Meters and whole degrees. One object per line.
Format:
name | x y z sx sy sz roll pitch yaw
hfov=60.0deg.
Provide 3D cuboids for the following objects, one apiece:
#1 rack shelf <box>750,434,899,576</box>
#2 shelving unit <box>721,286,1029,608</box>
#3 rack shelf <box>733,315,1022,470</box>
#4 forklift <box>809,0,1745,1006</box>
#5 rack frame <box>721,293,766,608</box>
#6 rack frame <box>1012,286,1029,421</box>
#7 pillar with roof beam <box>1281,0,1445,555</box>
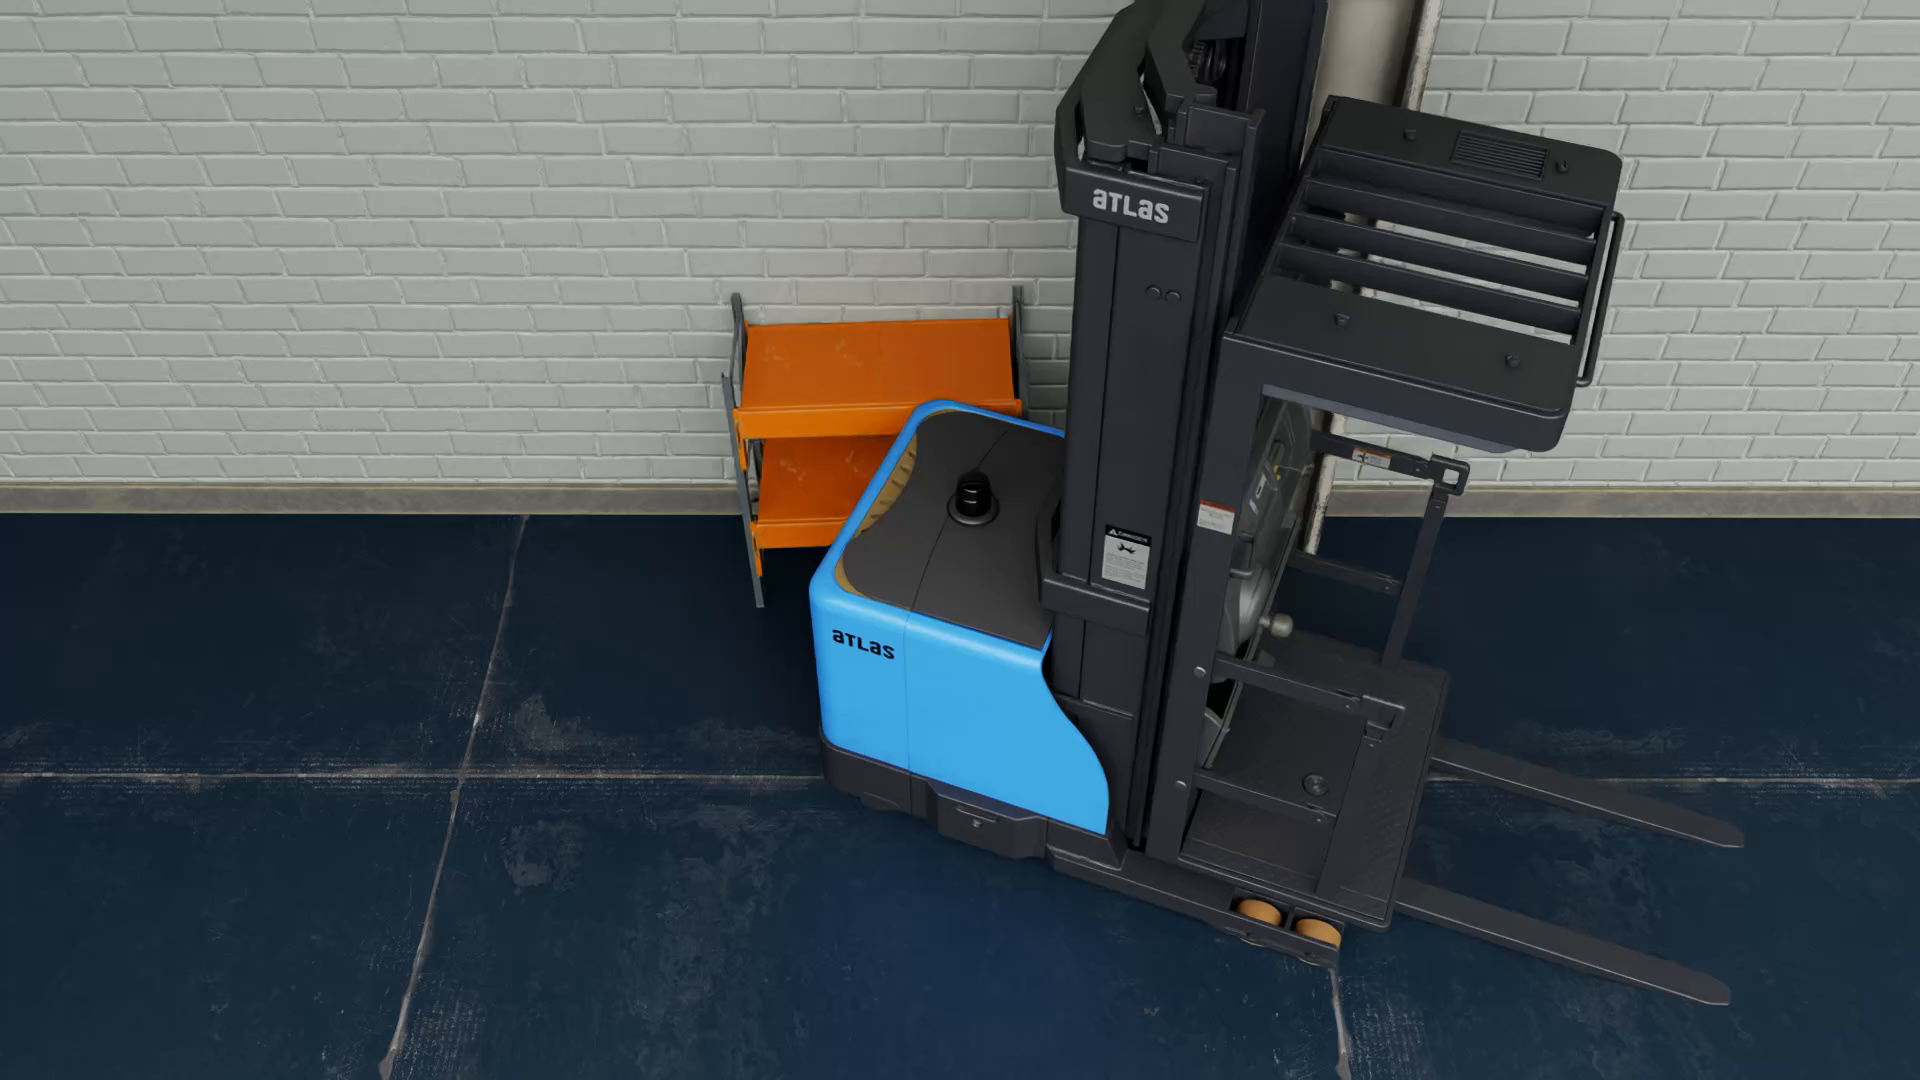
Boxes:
rack shelf | -0.278 -0.158 6.398 1.000 0.278 0.538 -2 44 0
shelving unit | -0.284 -0.334 6.228 1.048 1.125 0.538 -2 44 0
rack shelf | -0.290 -0.544 6.025 1.000 0.278 0.538 -2 44 0
forklift | 1.081 -0.049 4.794 3.031 2.935 1.130 16 49 14
rack frame | -0.792 -0.316 6.227 0.032 1.125 0.500 -2 44 0
rack frame | 0.224 -0.351 6.229 0.032 1.125 0.500 -2 44 0
pillar with roof beam | 1.204 0.073 0.534 0.400 9.000 9.100 0 47 0
